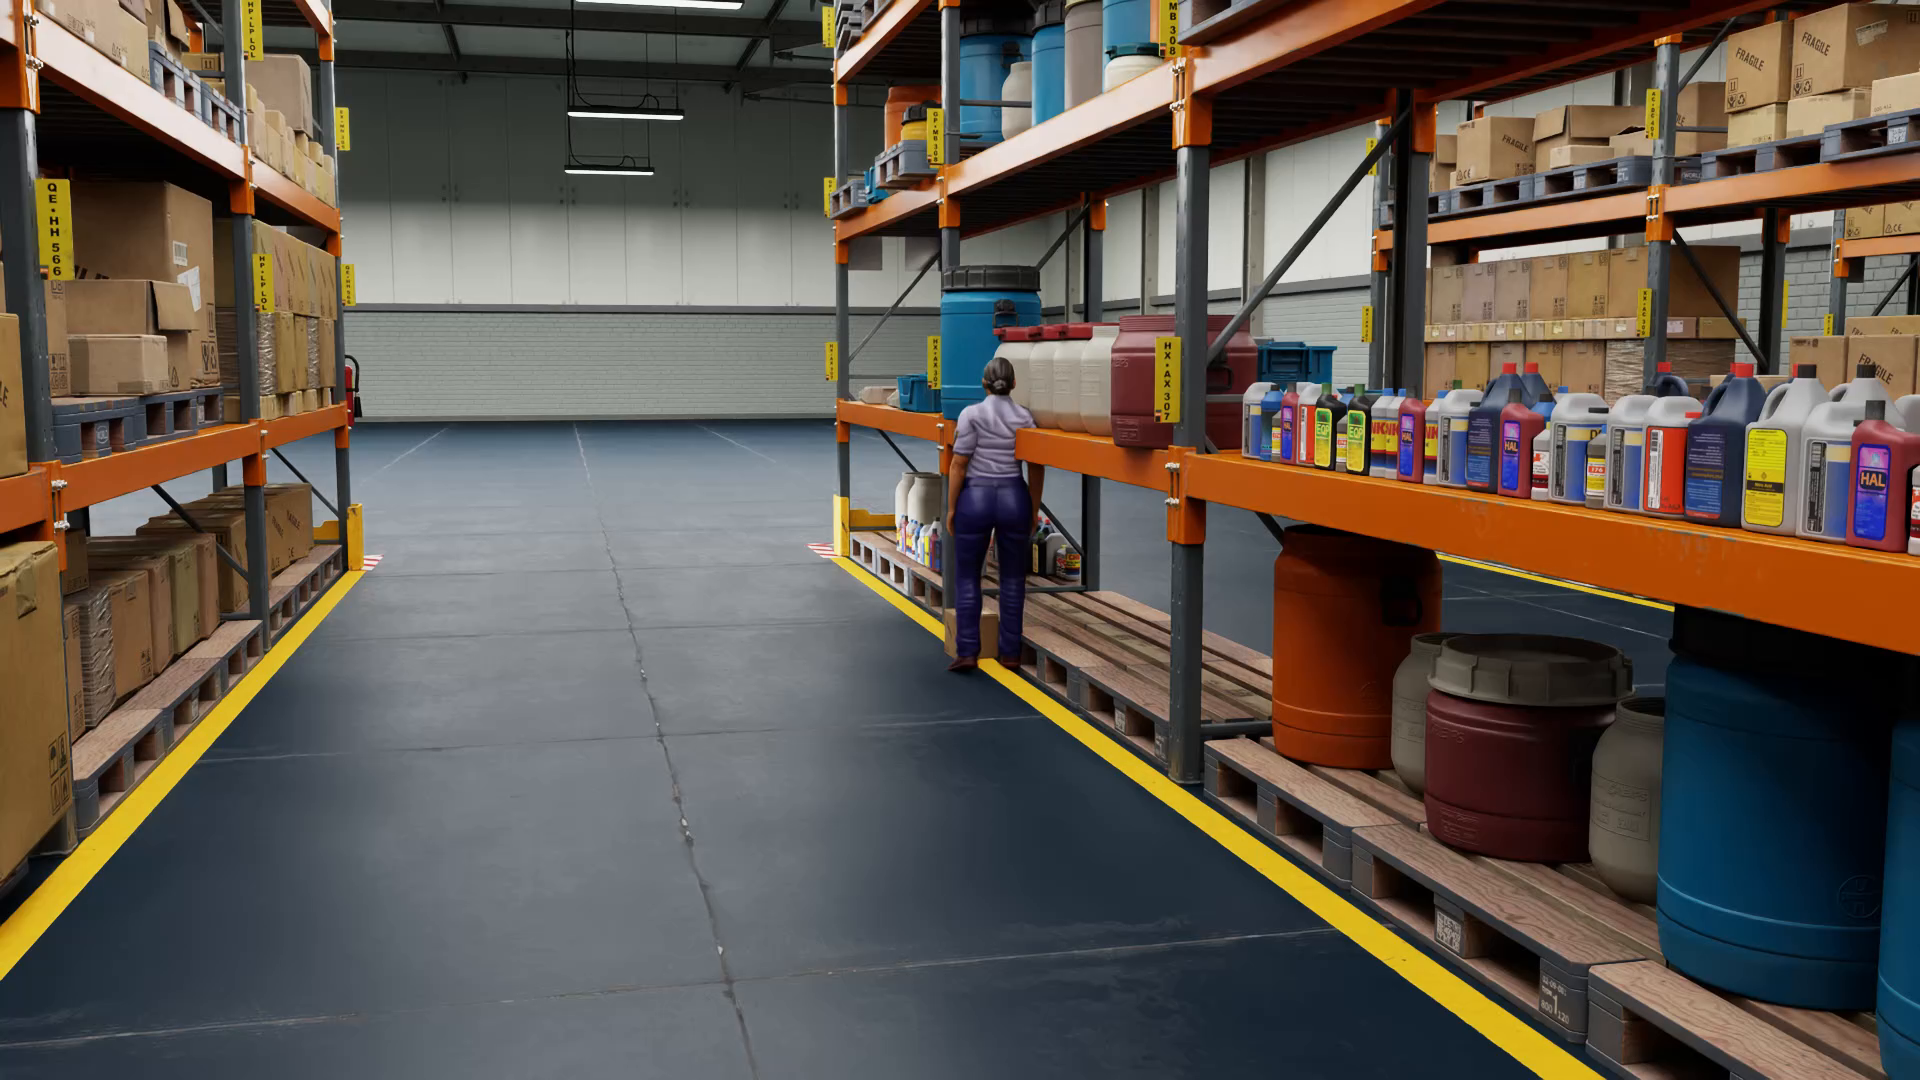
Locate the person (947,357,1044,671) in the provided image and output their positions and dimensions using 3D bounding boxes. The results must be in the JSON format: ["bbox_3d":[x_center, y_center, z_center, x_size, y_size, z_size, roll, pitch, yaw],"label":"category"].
[{"bbox_3d":[0.184,-0.122,8.836,0.516,1.693,0.386,-1,6,-7],"label":"person"}]
